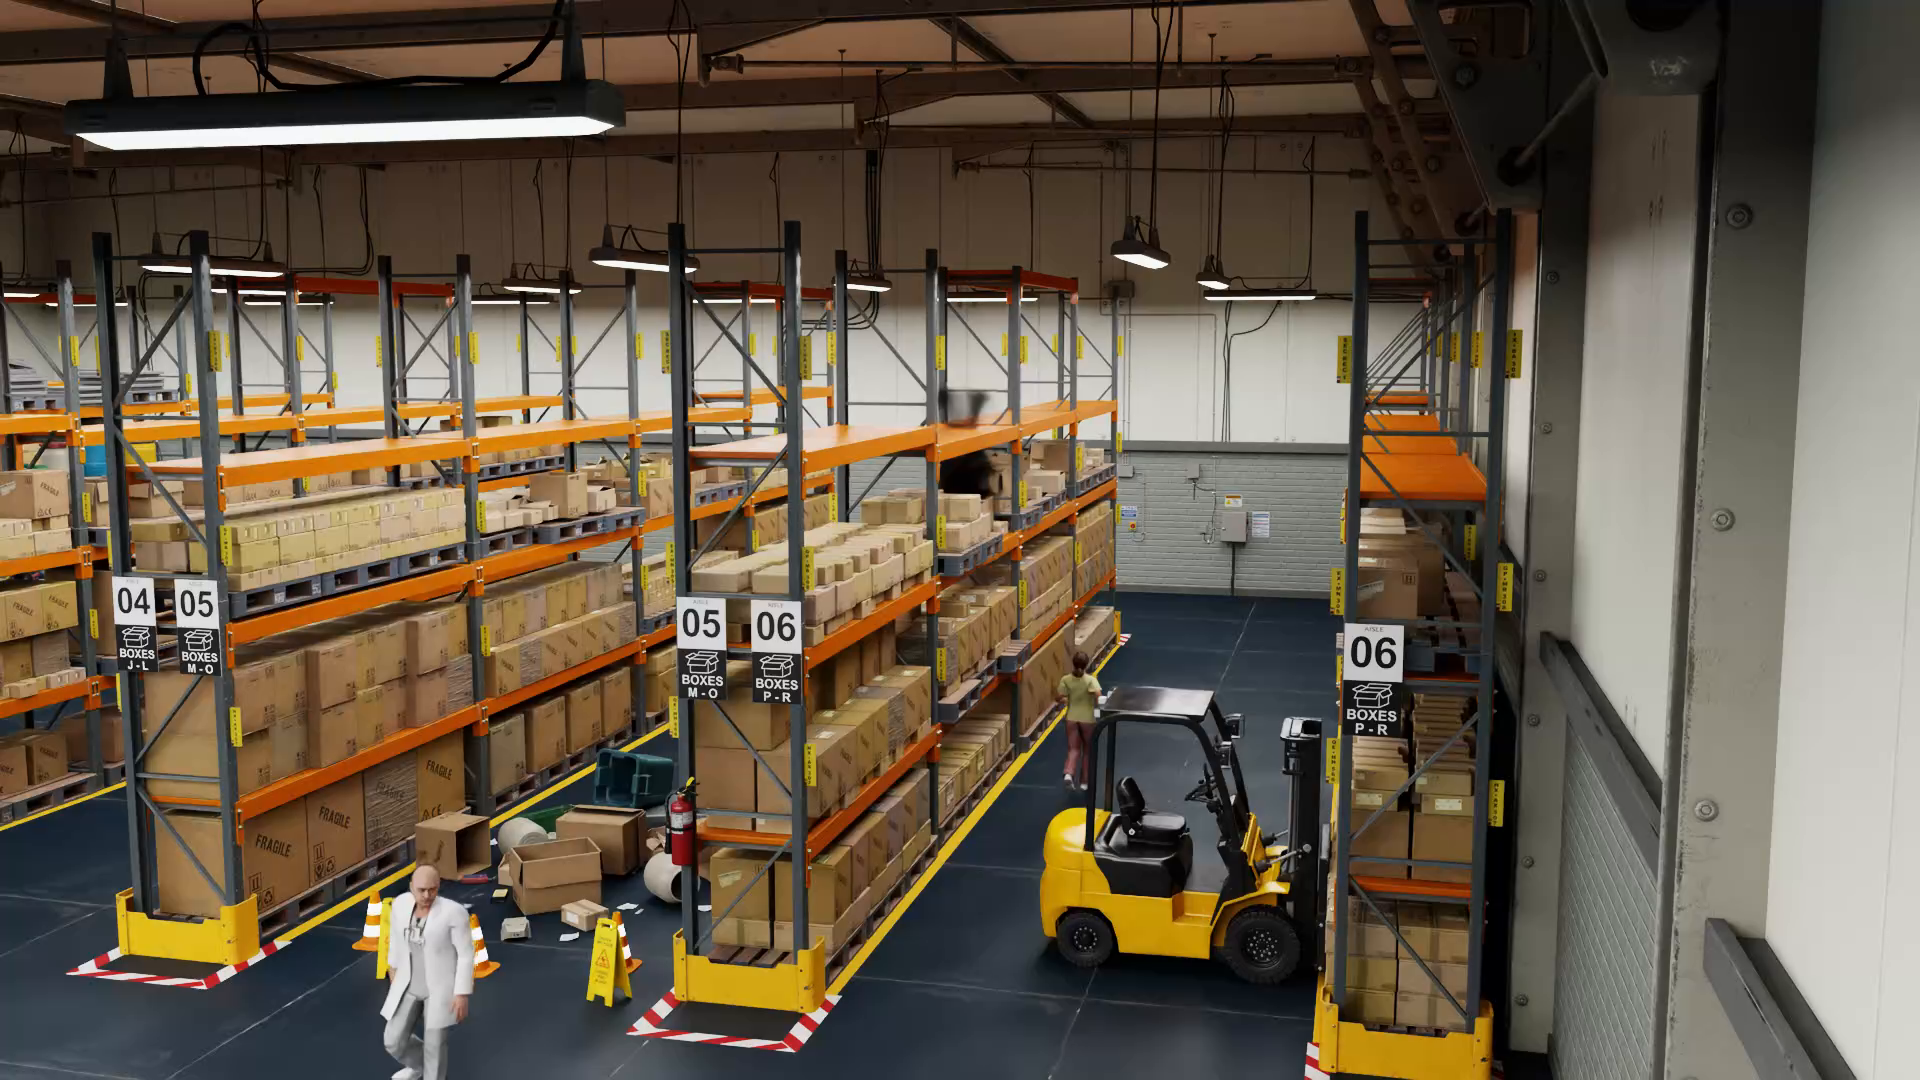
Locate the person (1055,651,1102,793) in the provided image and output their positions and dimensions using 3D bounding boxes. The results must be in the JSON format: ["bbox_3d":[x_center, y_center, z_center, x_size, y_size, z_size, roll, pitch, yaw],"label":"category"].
[{"bbox_3d":[1.348,2.072,18.638,0.582,1.675,0.934,2,7,16],"label":"person"}]

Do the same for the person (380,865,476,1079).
[{"bbox_3d":[-3.545,2.963,11.101,0.744,1.745,0.569,1,7,8],"label":"person"}]
